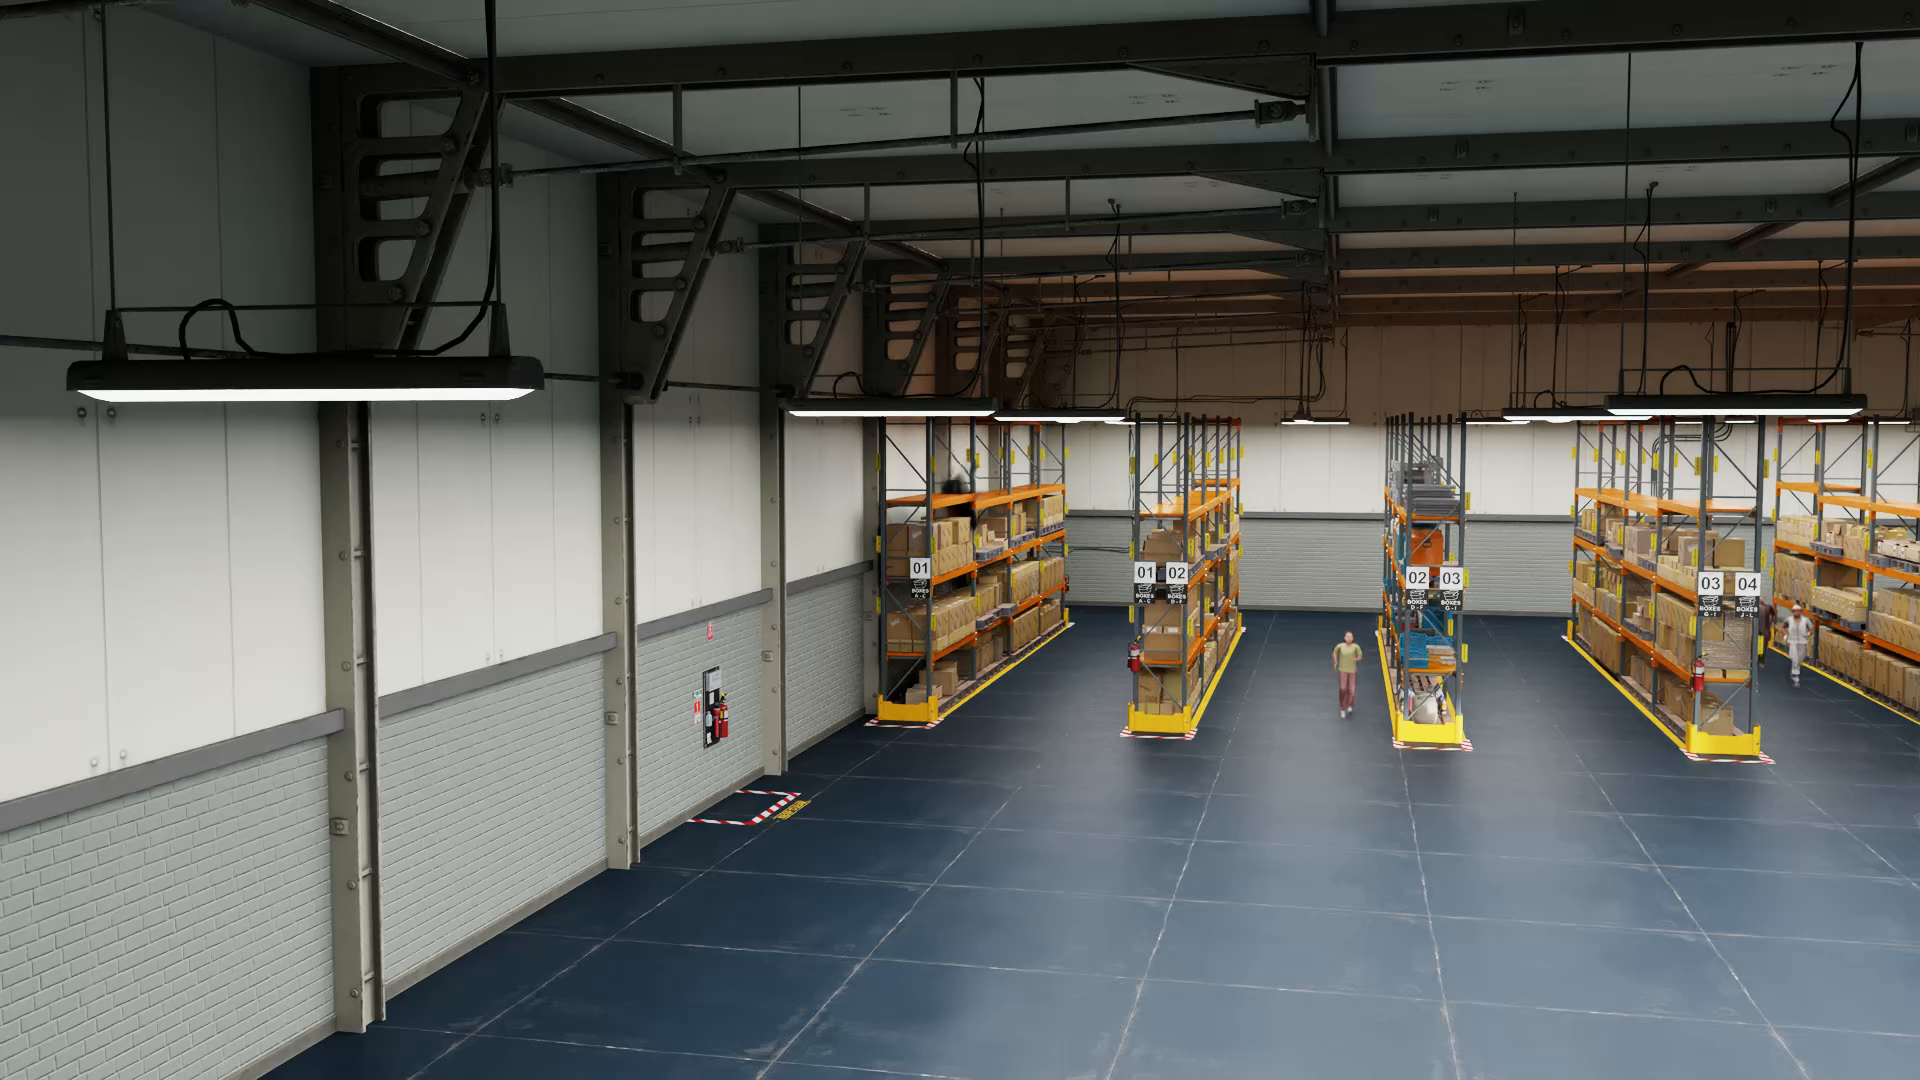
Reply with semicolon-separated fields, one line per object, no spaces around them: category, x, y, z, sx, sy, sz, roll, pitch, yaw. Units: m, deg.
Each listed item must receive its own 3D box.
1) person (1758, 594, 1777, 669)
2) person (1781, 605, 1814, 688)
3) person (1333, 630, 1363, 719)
person;19.168;2.166;39.820;0.717;1.768;0.835;1;4;14
person;18.584;2.333;36.891;0.638;1.796;0.923;1;4;18
person;7.702;2.650;33.012;0.549;1.725;0.754;1;4;9
